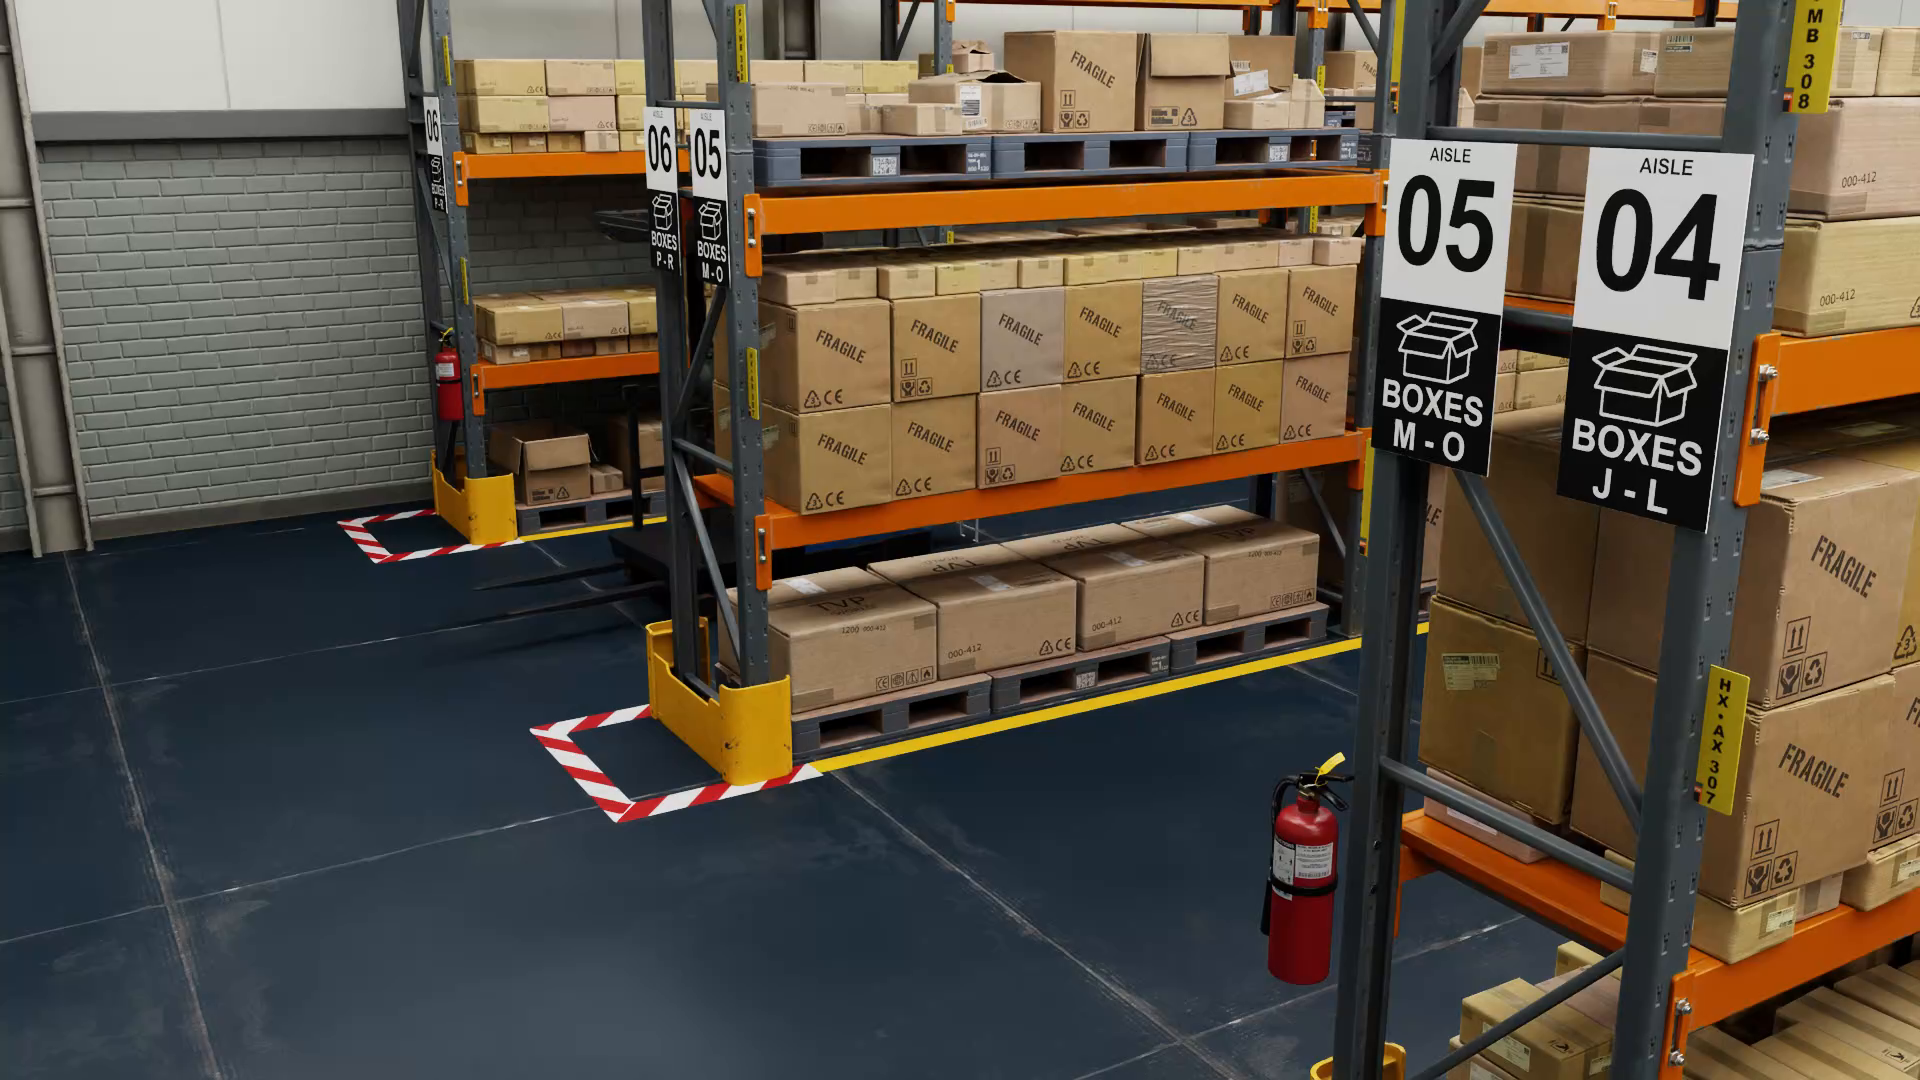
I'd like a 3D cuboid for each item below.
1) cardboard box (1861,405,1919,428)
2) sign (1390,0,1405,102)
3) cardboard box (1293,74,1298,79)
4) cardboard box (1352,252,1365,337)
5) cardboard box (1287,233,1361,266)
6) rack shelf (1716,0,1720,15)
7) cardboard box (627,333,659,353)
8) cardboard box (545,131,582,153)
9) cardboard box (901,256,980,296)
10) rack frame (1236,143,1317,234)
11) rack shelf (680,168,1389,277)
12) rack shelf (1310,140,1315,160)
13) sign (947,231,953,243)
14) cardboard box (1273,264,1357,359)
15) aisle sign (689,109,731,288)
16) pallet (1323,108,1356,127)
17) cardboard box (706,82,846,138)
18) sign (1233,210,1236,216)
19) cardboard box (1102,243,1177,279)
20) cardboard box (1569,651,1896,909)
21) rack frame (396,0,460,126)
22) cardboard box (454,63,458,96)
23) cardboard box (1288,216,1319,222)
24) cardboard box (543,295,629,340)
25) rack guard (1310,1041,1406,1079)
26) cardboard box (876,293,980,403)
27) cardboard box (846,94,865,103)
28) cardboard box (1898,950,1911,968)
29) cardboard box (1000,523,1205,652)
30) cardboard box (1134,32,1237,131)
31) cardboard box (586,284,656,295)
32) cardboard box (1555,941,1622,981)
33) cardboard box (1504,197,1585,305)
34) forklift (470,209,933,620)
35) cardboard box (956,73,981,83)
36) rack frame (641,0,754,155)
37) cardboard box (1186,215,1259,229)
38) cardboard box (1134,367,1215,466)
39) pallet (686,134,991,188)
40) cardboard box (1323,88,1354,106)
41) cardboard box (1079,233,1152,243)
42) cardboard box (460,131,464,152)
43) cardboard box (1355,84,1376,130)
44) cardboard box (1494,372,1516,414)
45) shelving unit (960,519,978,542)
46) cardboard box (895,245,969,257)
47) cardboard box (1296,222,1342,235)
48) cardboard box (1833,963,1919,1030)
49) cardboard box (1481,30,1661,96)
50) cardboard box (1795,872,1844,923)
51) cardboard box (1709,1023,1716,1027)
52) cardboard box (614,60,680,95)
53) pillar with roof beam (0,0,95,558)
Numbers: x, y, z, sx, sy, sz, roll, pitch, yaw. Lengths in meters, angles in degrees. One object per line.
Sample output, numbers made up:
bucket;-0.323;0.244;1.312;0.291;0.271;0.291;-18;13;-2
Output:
cardboard box;2.806;-0.079;4.547;0.500;0.500;0.500;-10;18;-31
sign;1.129;-1.269;4.181;0.005;0.325;0.100;-9;18;-30
cardboard box;2.918;-4.249;15.441;0.250;0.149;0.380;-9;18;-28
cardboard box;2.716;-1.478;10.089;0.500;0.500;0.500;-9;18;-29
cardboard box;2.091;-1.680;9.605;0.250;0.149;0.380;-10;18;-31
rack shelf;7.334;-4.138;12.573;4.000;0.370;1.077;-9;18;-30
cardboard box;-2.500;-1.557;12.873;0.250;0.149;0.380;-9;18;-29
cardboard box;-2.965;-2.934;12.228;0.250;0.149;0.380;-9;18;-29
cardboard box;-0.105;-1.329;8.352;0.250;0.149;0.380;-10;18;-32
rack frame;3.060;-2.658;16.335;0.127;3.000;1.000;-9;18;-30
rack shelf;0.476;-1.774;8.957;4.000;0.370;1.077;-9;18;-30
rack shelf;1.346;-3.478;15.035;4.000;0.370;1.077;-9;18;-30
sign;-0.083;-2.394;13.790;0.005;0.325;0.100;-9;18;-30
cardboard box;1.928;-1.354;9.646;0.500;0.500;0.500;-9;18;-30
aisle sign;-1.150;-1.573;7.647;0.004;0.787;0.394;-9;18;-30
pallet;3.596;-4.126;16.366;1.003;0.211;1.213;-8;18;-27
cardboard box;-0.899;-2.104;8.115;0.500;0.250;0.500;-11;19;-35
sign;2.771;-3.344;16.635;0.005;0.325;0.100;-9;18;-30
cardboard box;0.962;-1.516;9.023;0.250;0.149;0.380;-10;18;-31
cardboard box;1.925;0.543;4.178;0.500;0.500;0.500;-8;18;-27
rack frame;-3.798;-4.435;11.558;0.127;3.000;1.000;-9;18;-30
cardboard box;-3.560;-3.428;12.326;0.500;0.250;0.500;-10;18;-31
cardboard box;3.401;-3.173;16.784;0.250;0.149;0.380;-9;18;-28
cardboard box;-2.838;-1.688;12.601;0.500;0.250;0.500;-9;18;-29
rack guard;1.463;1.926;4.612;0.348;0.500;1.175;-9;18;-30
cardboard box;-0.241;-1.002;8.389;0.500;0.500;0.500;-10;18;-31
cardboard box;-1.094;-3.418;13.214;0.500;0.250;0.500;-10;18;-32
cardboard box;3.260;1.369;5.922;0.250;0.149;0.380;-9;18;-30
cardboard box;0.830;0.264;9.878;0.875;0.438;0.875;-10;18;-31
cardboard box;1.051;-2.504;9.072;0.637;0.503;0.797;-8;17;-25
cardboard box;-2.670;-1.881;13.291;0.500;0.250;0.500;-9;18;-28
cardboard box;2.123;1.398;5.267;0.250;0.149;0.380;-10;18;-31
cardboard box;1.652;-0.763;4.296;0.500;0.250;0.500;-10;18;-31
forklift;-1.681;-1.064;10.777;3.031;2.935;1.130;-11;19;-35
cardboard box;0.113;-3.759;13.656;0.250;0.149;0.380;-9;18;-28
rack frame;-1.238;-3.287;7.463;0.127;3.000;1.000;-9;18;-30
cardboard box;2.538;-2.873;16.138;0.500;0.500;0.500;-8;18;-27
cardboard box;1.063;-0.733;9.281;0.500;0.500;0.500;-10;18;-31
pallet;-0.608;-1.905;8.256;1.213;0.211;1.003;-9;18;-30
cardboard box;3.515;-4.218;15.814;0.250;0.166;0.380;-9;18;-30
cardboard box;0.890;-1.677;9.595;0.250;0.149;0.380;-10;18;-31
cardboard box;-3.642;-2.967;12.346;0.250;0.149;0.380;-9;18;-28
cardboard box;2.838;-2.729;10.417;0.500;0.311;0.500;-9;18;-30
cardboard box;3.147;-0.954;10.535;0.500;0.250;0.500;-10;18;-31
shelving unit;-0.142;-0.555;12.166;0.503;1.200;0.258;-9;18;-30
cardboard box;-0.153;-1.478;8.885;0.250;0.149;0.380;-9;18;-30
cardboard box;3.485;-2.995;16.149;0.250;0.149;0.380;-9;18;-28
cardboard box;2.891;1.461;5.041;0.250;0.149;0.380;-8;18;-28
cardboard box;1.531;-1.186;4.139;0.250;0.149;0.380;-9;18;-30
cardboard box;2.041;0.840;4.321;0.250;0.149;0.380;-8;18;-28
cardboard box;2.148;1.548;5.281;0.250;0.149;0.380;-10;19;-32
cardboard box;-2.419;-3.445;12.385;0.500;0.250;0.500;-10;18;-31
pillar with roof beam;-4.356;-3.272;7.412;0.400;9.000;9.100;-9;18;-30
